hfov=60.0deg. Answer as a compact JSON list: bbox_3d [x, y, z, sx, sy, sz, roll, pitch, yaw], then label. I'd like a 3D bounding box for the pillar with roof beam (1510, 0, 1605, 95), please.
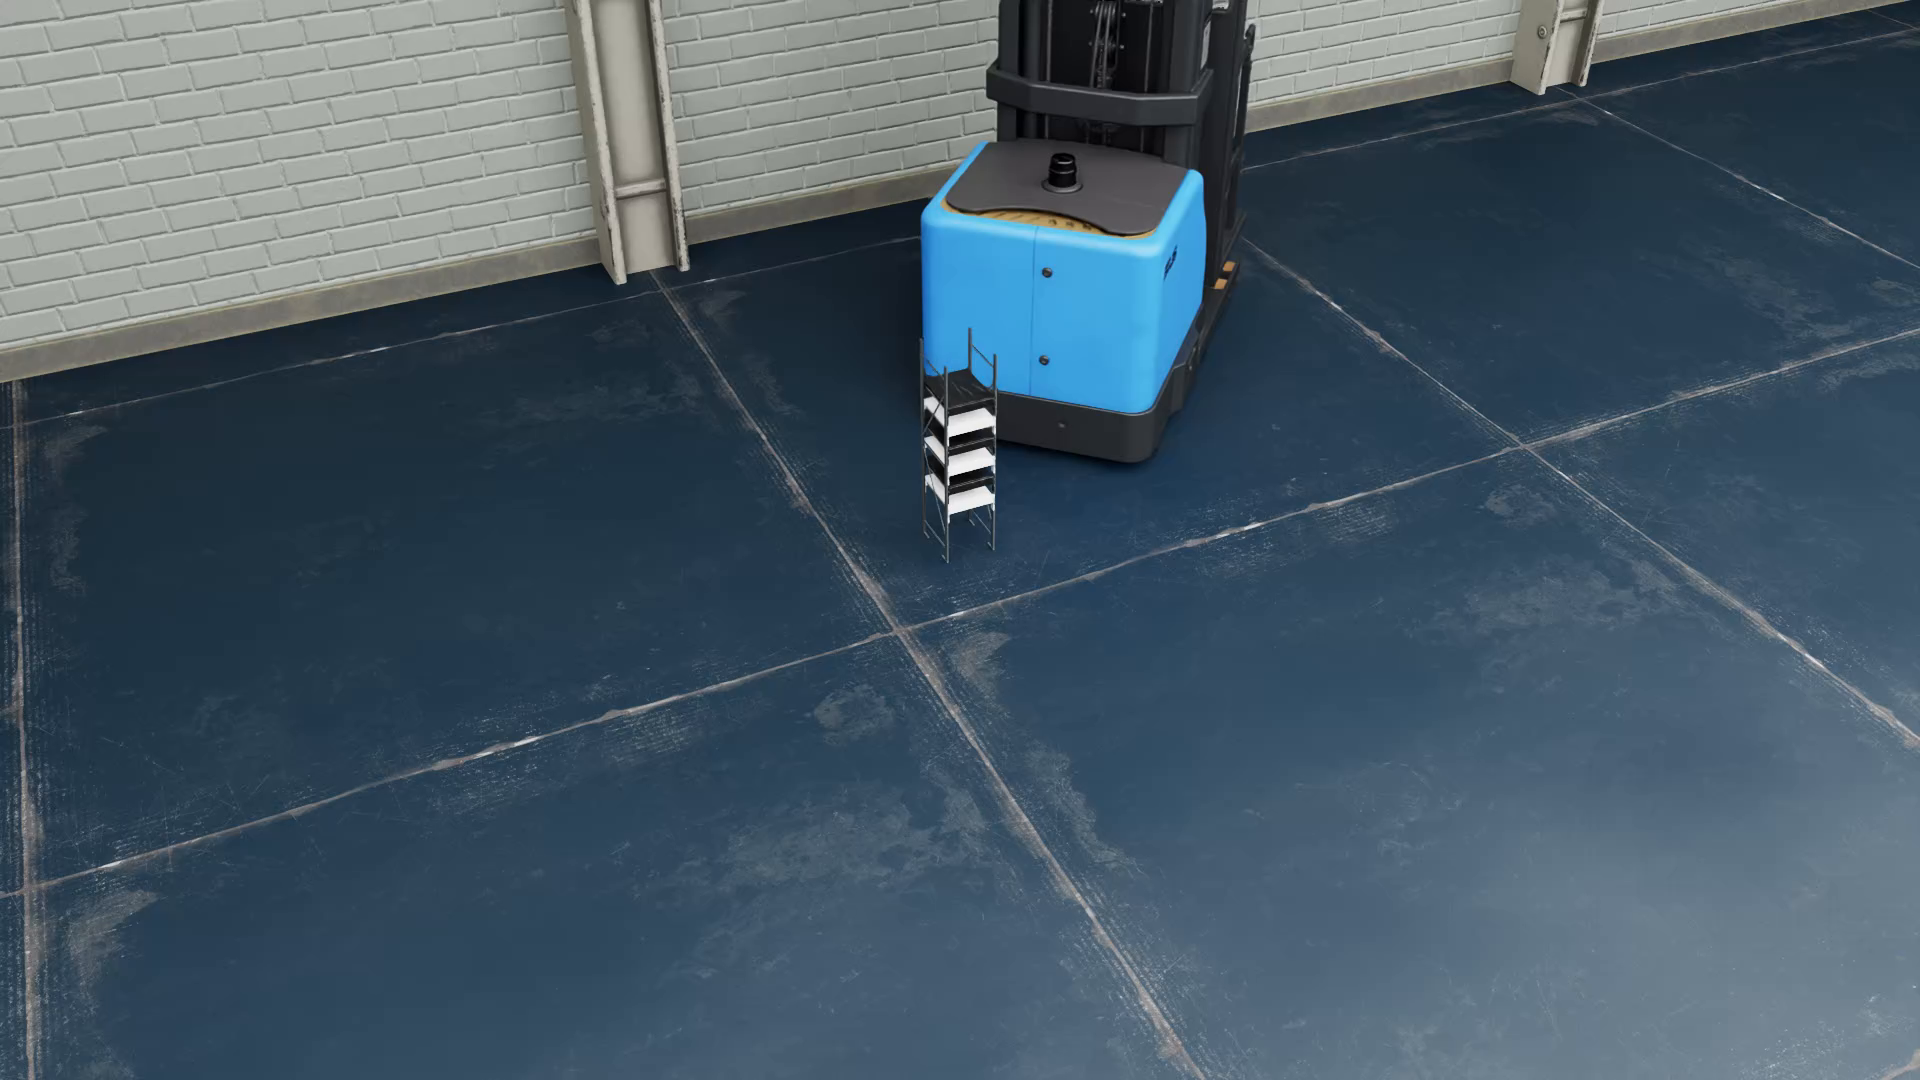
[{"bbox_3d":[5.615,-4.251,4.928,0.400,9.000,9.100,-16,39,-20],"label":"pillar with roof beam"}]

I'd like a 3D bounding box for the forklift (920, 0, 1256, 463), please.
[{"bbox_3d":[0.784,-2.384,7.504,1.130,2.935,3.031,12,38,15],"label":"forklift"}]

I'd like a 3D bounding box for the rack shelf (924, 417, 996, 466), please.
[{"bbox_3d":[-0.007,-0.405,6.445,0.200,0.077,0.258,-16,39,-20],"label":"rack shelf"}]

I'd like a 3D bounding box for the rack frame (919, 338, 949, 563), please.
[{"bbox_3d":[-0.099,-0.334,6.444,0.006,0.900,0.240,-16,39,-20],"label":"rack frame"}]

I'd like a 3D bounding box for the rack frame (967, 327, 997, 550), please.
[{"bbox_3d":[0.085,-0.385,6.514,0.006,0.900,0.240,-16,39,-20],"label":"rack frame"}]

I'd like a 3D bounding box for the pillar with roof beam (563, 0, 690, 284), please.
[{"bbox_3d":[0.184,-2.733,2.881,0.400,9.000,9.100,-16,39,-20],"label":"pillar with roof beam"}]

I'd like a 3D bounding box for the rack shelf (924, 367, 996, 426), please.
[{"bbox_3d":[-0.007,-0.549,6.338,0.200,0.077,0.258,-16,39,-20],"label":"rack shelf"}]

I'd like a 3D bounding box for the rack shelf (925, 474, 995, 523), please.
[{"bbox_3d":[-0.007,-0.188,6.606,0.200,0.077,0.258,-16,39,-20],"label":"rack shelf"}]

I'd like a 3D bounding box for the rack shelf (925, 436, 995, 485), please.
[{"bbox_3d":[-0.007,-0.333,6.499,0.200,0.077,0.258,-16,39,-20],"label":"rack shelf"}]

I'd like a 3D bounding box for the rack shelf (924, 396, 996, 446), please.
[{"bbox_3d":[-0.007,-0.477,6.392,0.200,0.077,0.258,-16,39,-20],"label":"rack shelf"}]

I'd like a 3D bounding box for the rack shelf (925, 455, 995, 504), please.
[{"bbox_3d":[-0.007,-0.260,6.553,0.200,0.077,0.258,-16,39,-20],"label":"rack shelf"}]

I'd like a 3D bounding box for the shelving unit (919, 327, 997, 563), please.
[{"bbox_3d":[-0.007,-0.359,6.479,0.210,0.900,0.258,-16,39,-20],"label":"shelving unit"}]
